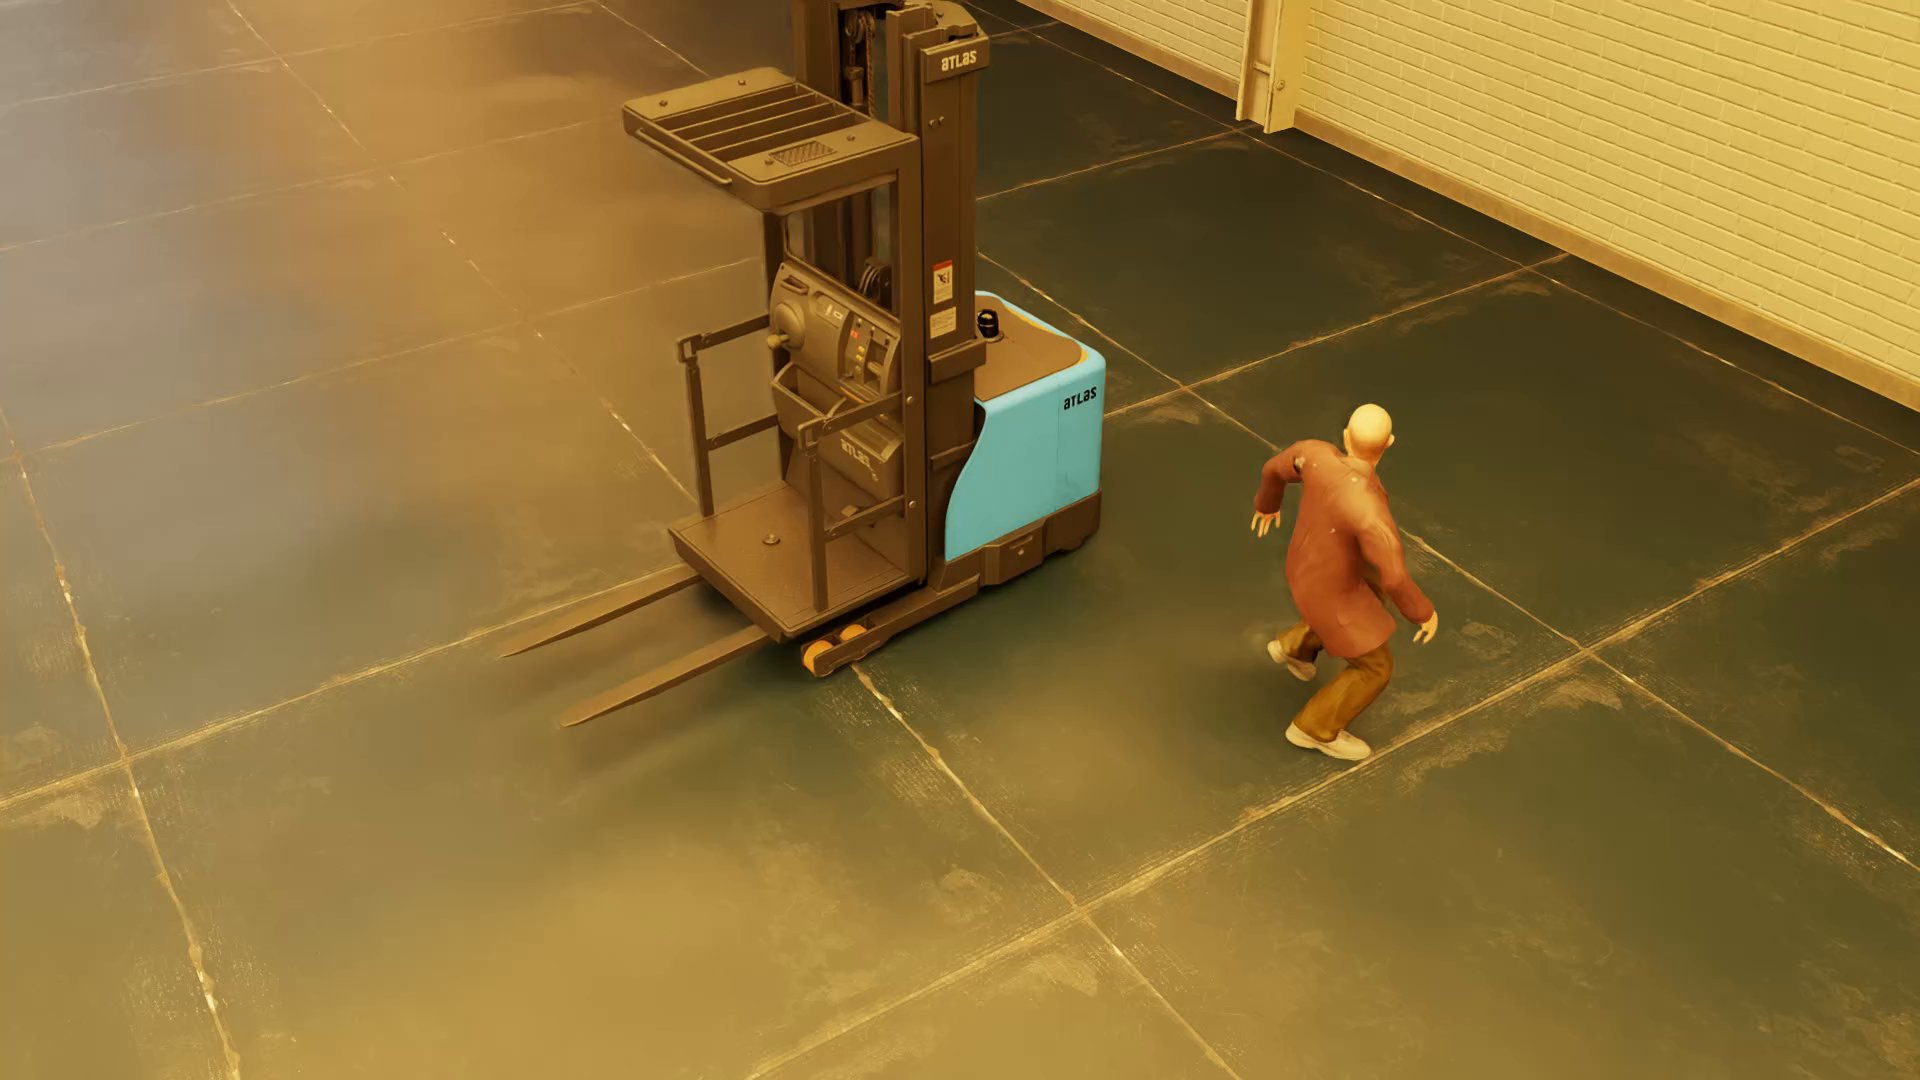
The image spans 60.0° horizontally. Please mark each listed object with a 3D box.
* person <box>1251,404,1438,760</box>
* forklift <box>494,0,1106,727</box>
[{"bbox_3d":[1.623,0.146,7.054,0.650,1.677,0.868,-3,35,-4],"label":"person"},{"bbox_3d":[-0.737,-0.905,7.435,3.031,2.935,1.130,-25,42,-31],"label":"forklift"}]
